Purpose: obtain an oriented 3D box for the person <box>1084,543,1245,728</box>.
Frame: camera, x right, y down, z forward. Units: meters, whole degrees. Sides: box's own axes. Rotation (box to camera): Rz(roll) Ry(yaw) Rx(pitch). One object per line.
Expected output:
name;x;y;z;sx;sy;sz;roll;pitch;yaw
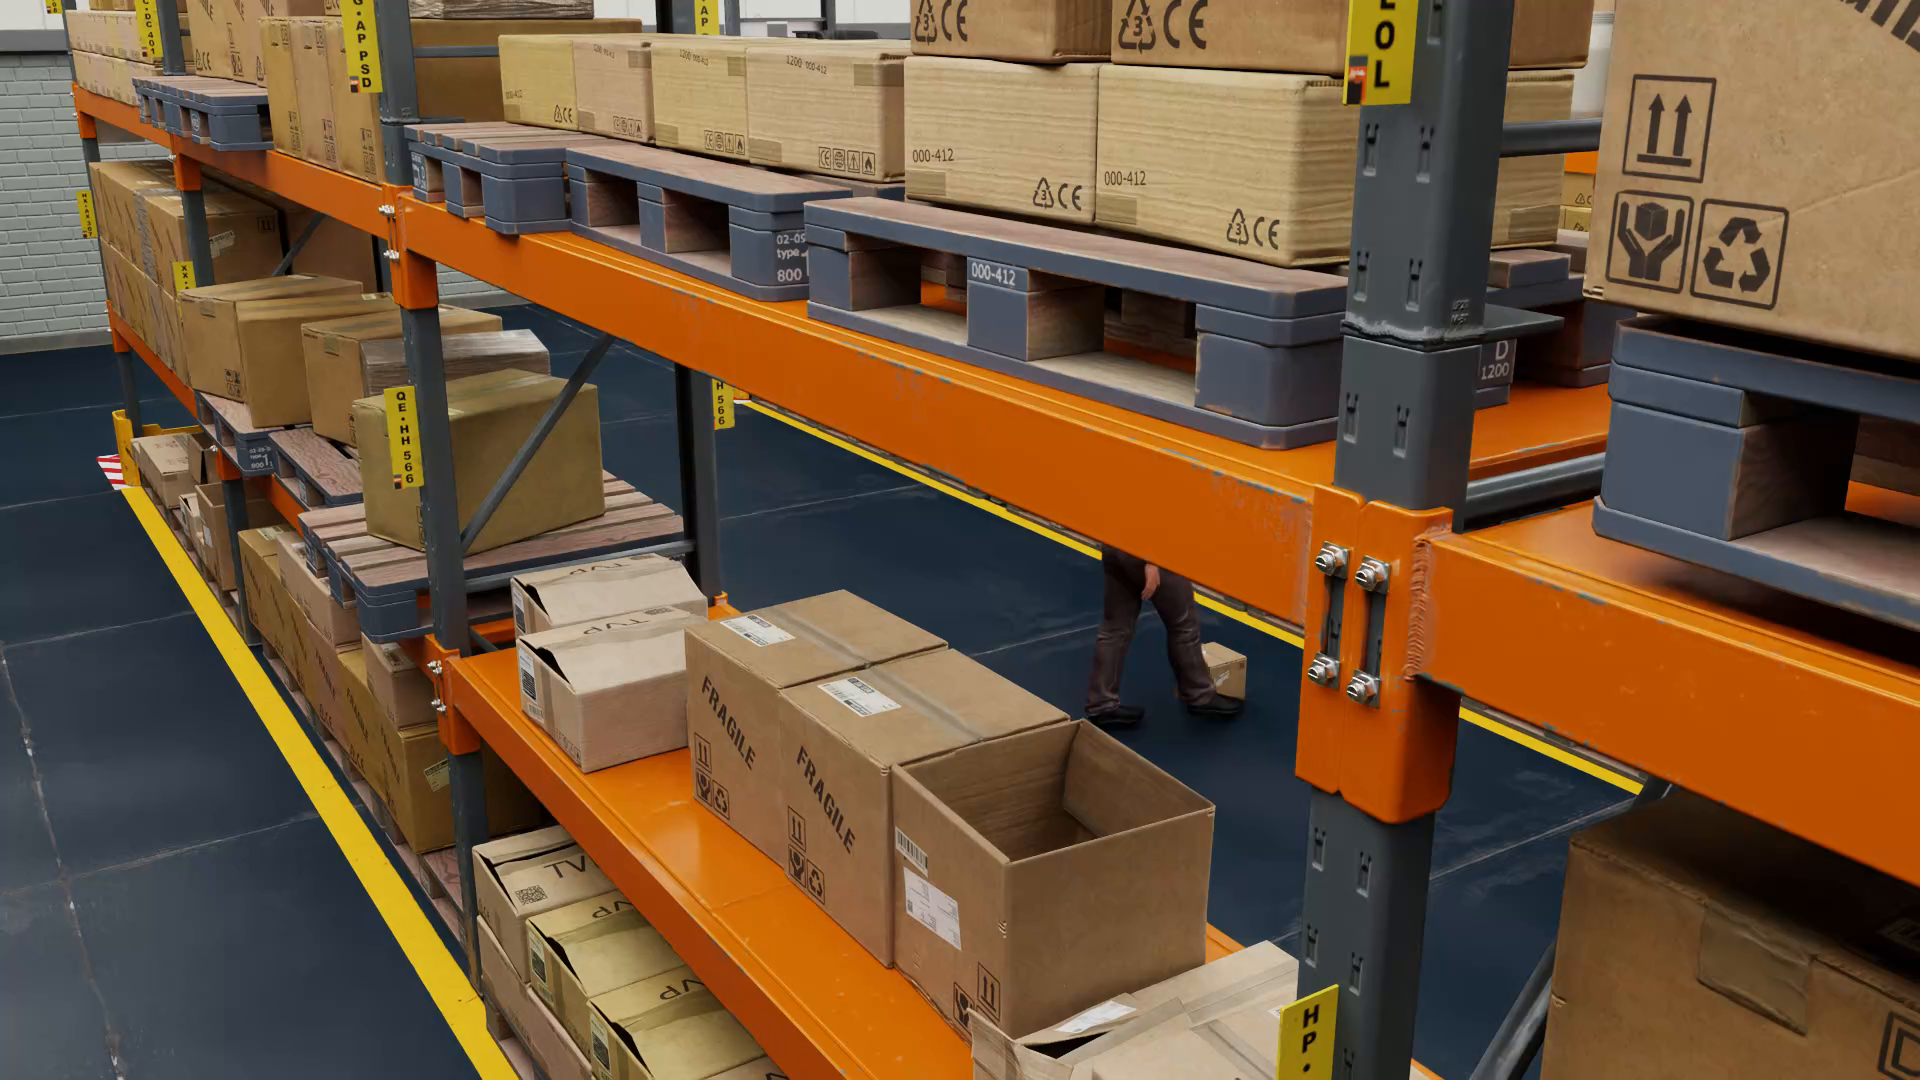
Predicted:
person;0.953;0.038;7.925;0.799;1.700;0.565;-9;20;-25
